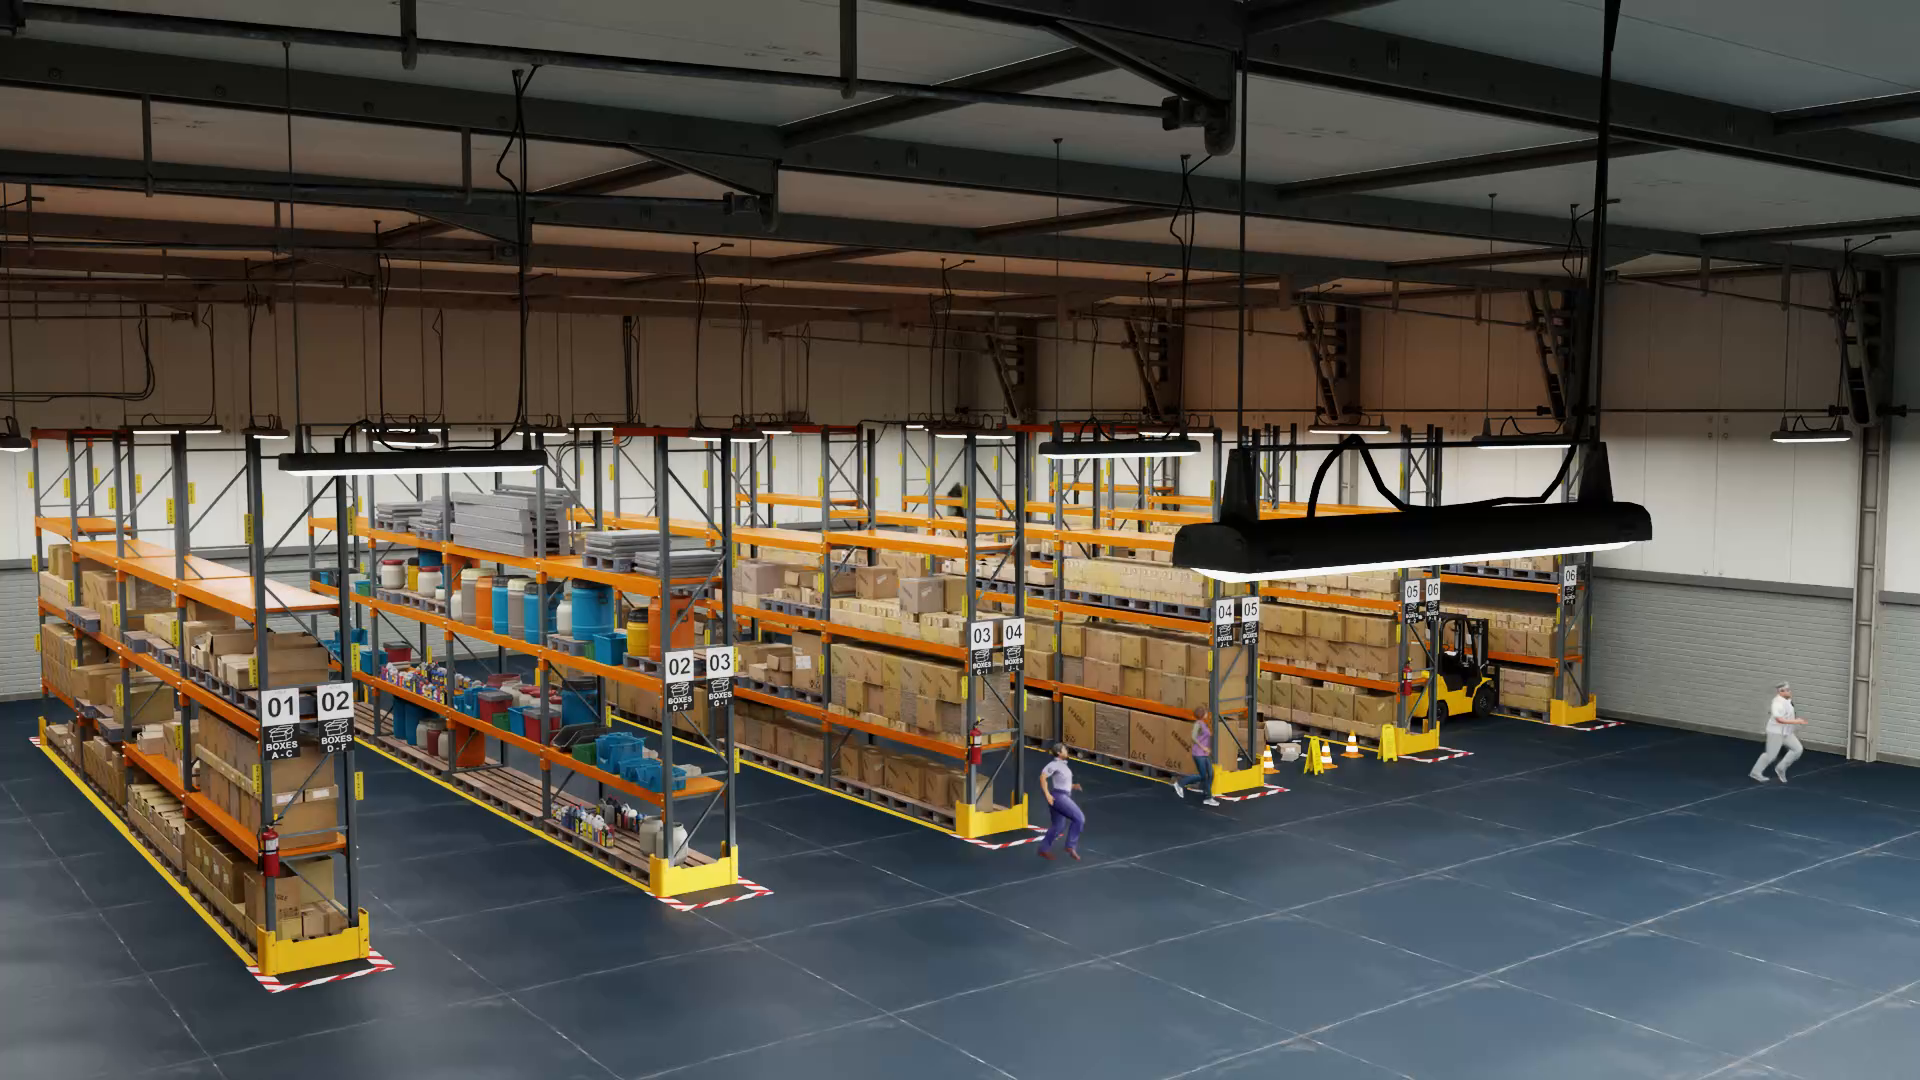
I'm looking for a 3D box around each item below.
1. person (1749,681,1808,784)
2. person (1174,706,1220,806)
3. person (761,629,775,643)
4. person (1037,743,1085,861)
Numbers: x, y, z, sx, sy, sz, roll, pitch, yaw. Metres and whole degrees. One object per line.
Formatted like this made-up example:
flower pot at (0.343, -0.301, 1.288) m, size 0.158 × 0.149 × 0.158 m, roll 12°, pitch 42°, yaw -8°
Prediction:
person at (13.864, 3.244, 28.078) m, size 0.677 × 1.774 × 0.872 m, roll -4°, pitch 6°, yaw -44°
person at (3.857, 3.458, 26.793) m, size 0.741 × 1.546 × 0.602 m, roll 1°, pitch 5°, yaw 18°
person at (-4.973, 2.169, 42.134) m, size 0.802 × 1.739 × 0.690 m, roll 1°, pitch 5°, yaw 15°
person at (1.433, 3.686, 23.450) m, size 0.661 × 1.569 × 0.593 m, roll 0°, pitch 4°, yaw 5°
